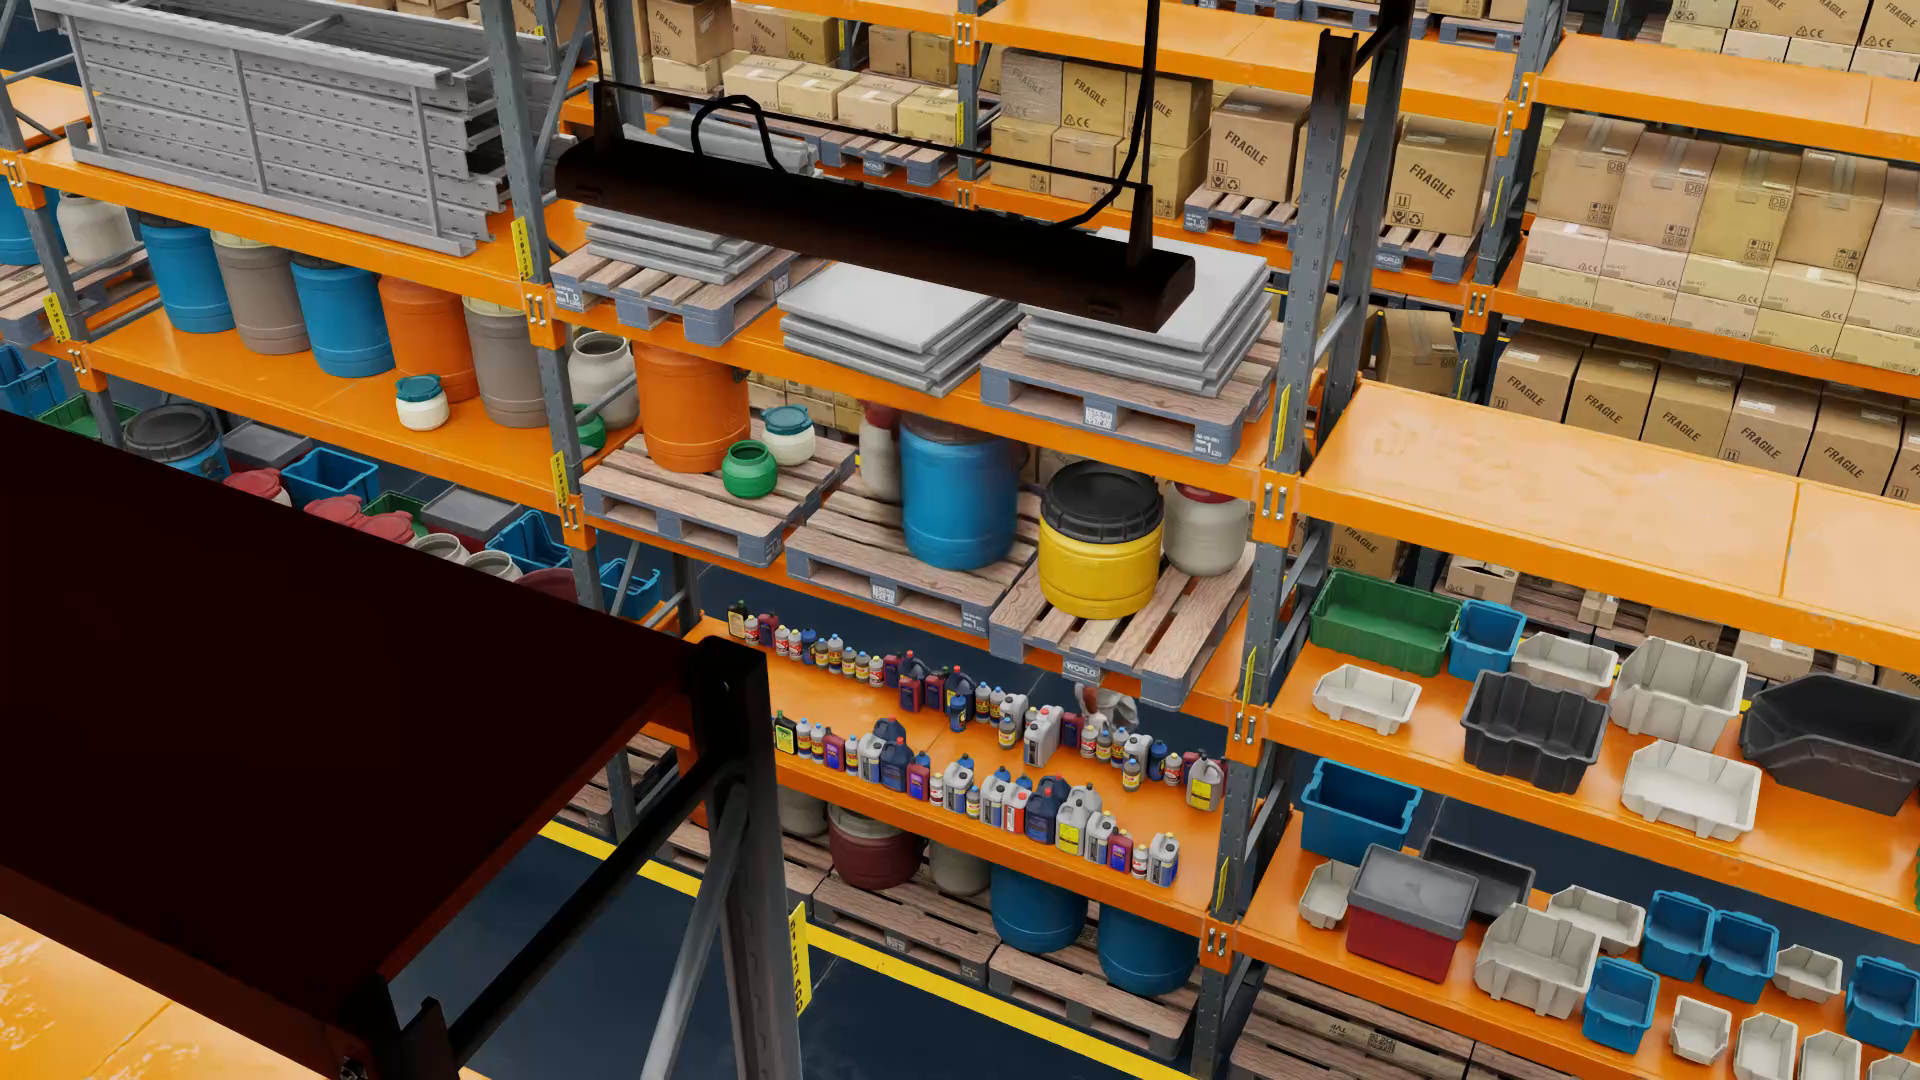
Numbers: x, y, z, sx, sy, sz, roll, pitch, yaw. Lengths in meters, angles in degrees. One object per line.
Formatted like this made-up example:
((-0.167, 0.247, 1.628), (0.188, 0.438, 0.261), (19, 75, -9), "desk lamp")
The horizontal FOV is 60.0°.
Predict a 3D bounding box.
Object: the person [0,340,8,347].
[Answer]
((-9.001, -2.101, 15.341), (0.642, 1.818, 0.685), (-18, 39, -24), "person")

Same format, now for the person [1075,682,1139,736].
((0.918, 0.992, 10.887), (0.461, 1.785, 0.593), (14, 37, 19), "person")
